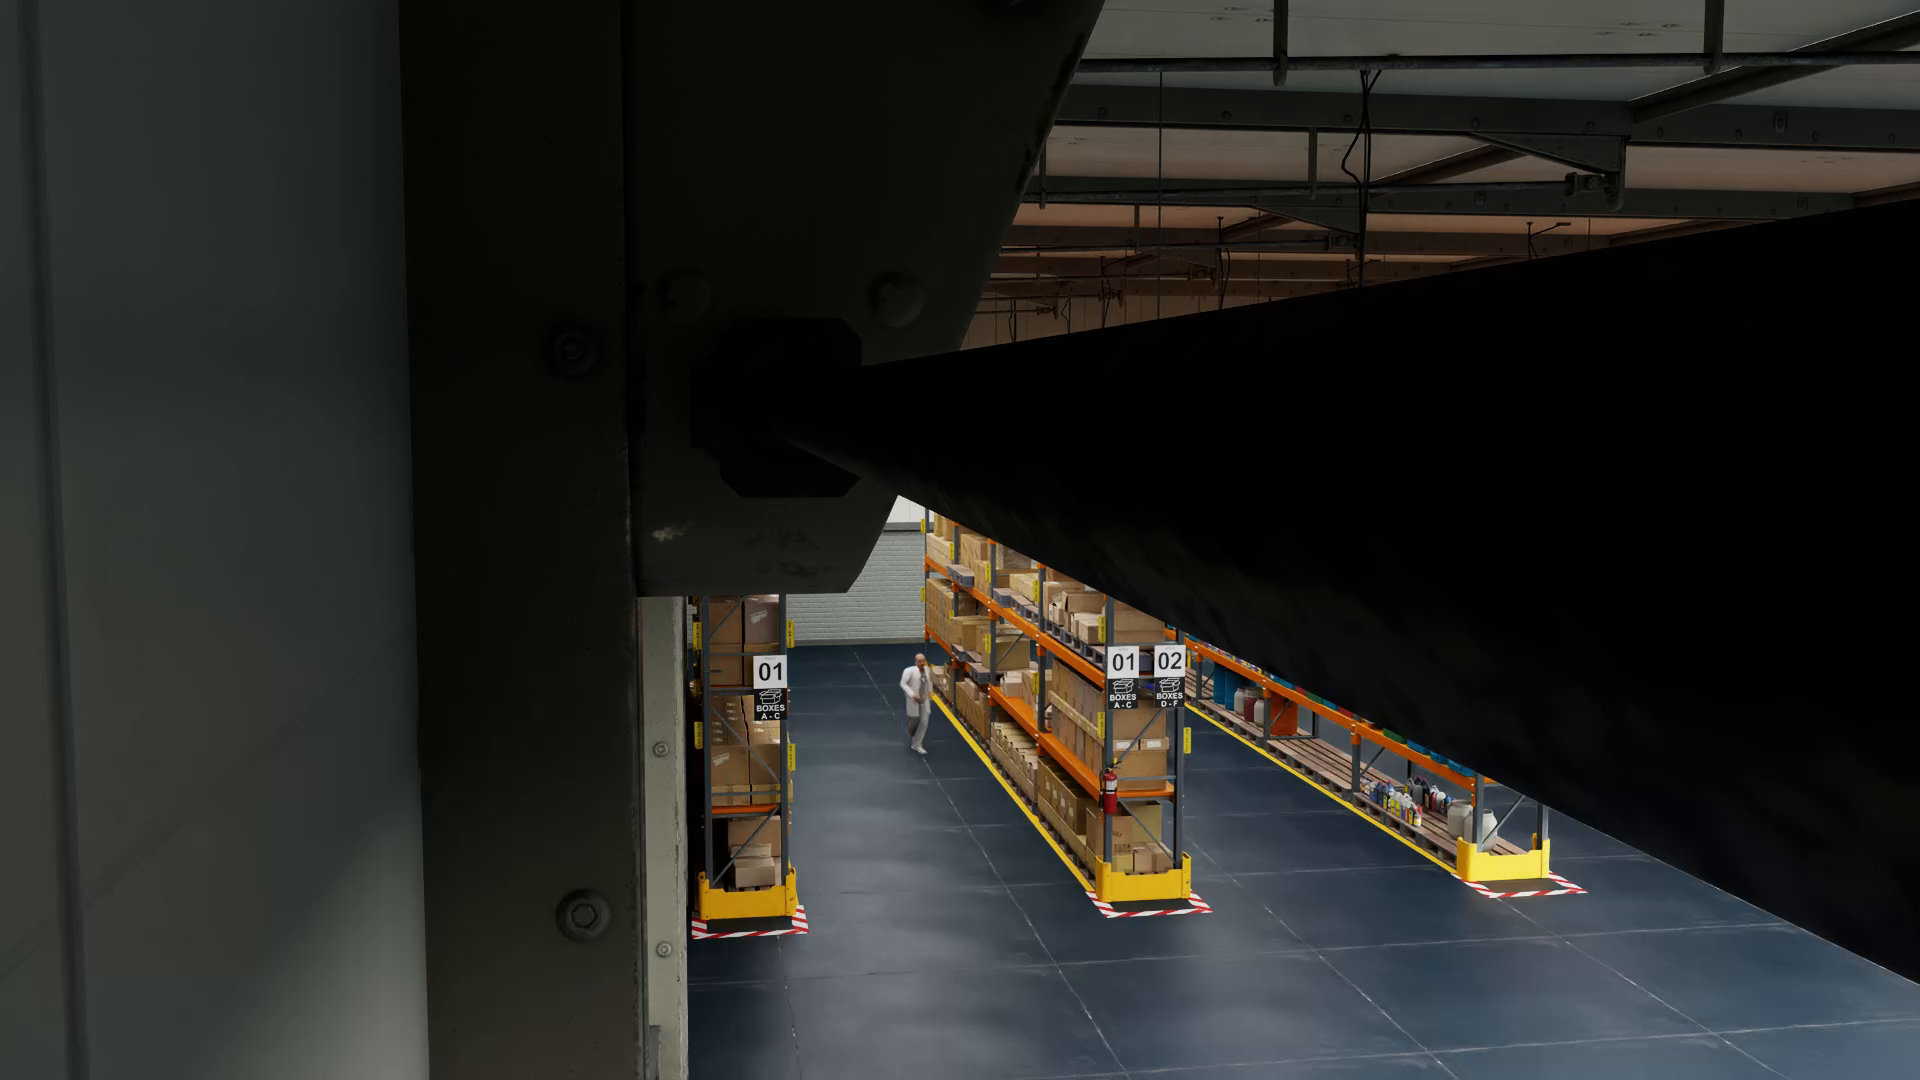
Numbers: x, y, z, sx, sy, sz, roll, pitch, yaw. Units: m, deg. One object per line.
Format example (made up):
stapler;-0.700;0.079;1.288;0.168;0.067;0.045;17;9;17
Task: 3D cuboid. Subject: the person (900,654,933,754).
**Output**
person;-0.799;2.912;29.572;0.700;1.674;0.843;-2;5;-23

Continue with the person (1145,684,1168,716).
person;3.399;2.943;29.317;0.614;1.677;0.440;2;5;19
